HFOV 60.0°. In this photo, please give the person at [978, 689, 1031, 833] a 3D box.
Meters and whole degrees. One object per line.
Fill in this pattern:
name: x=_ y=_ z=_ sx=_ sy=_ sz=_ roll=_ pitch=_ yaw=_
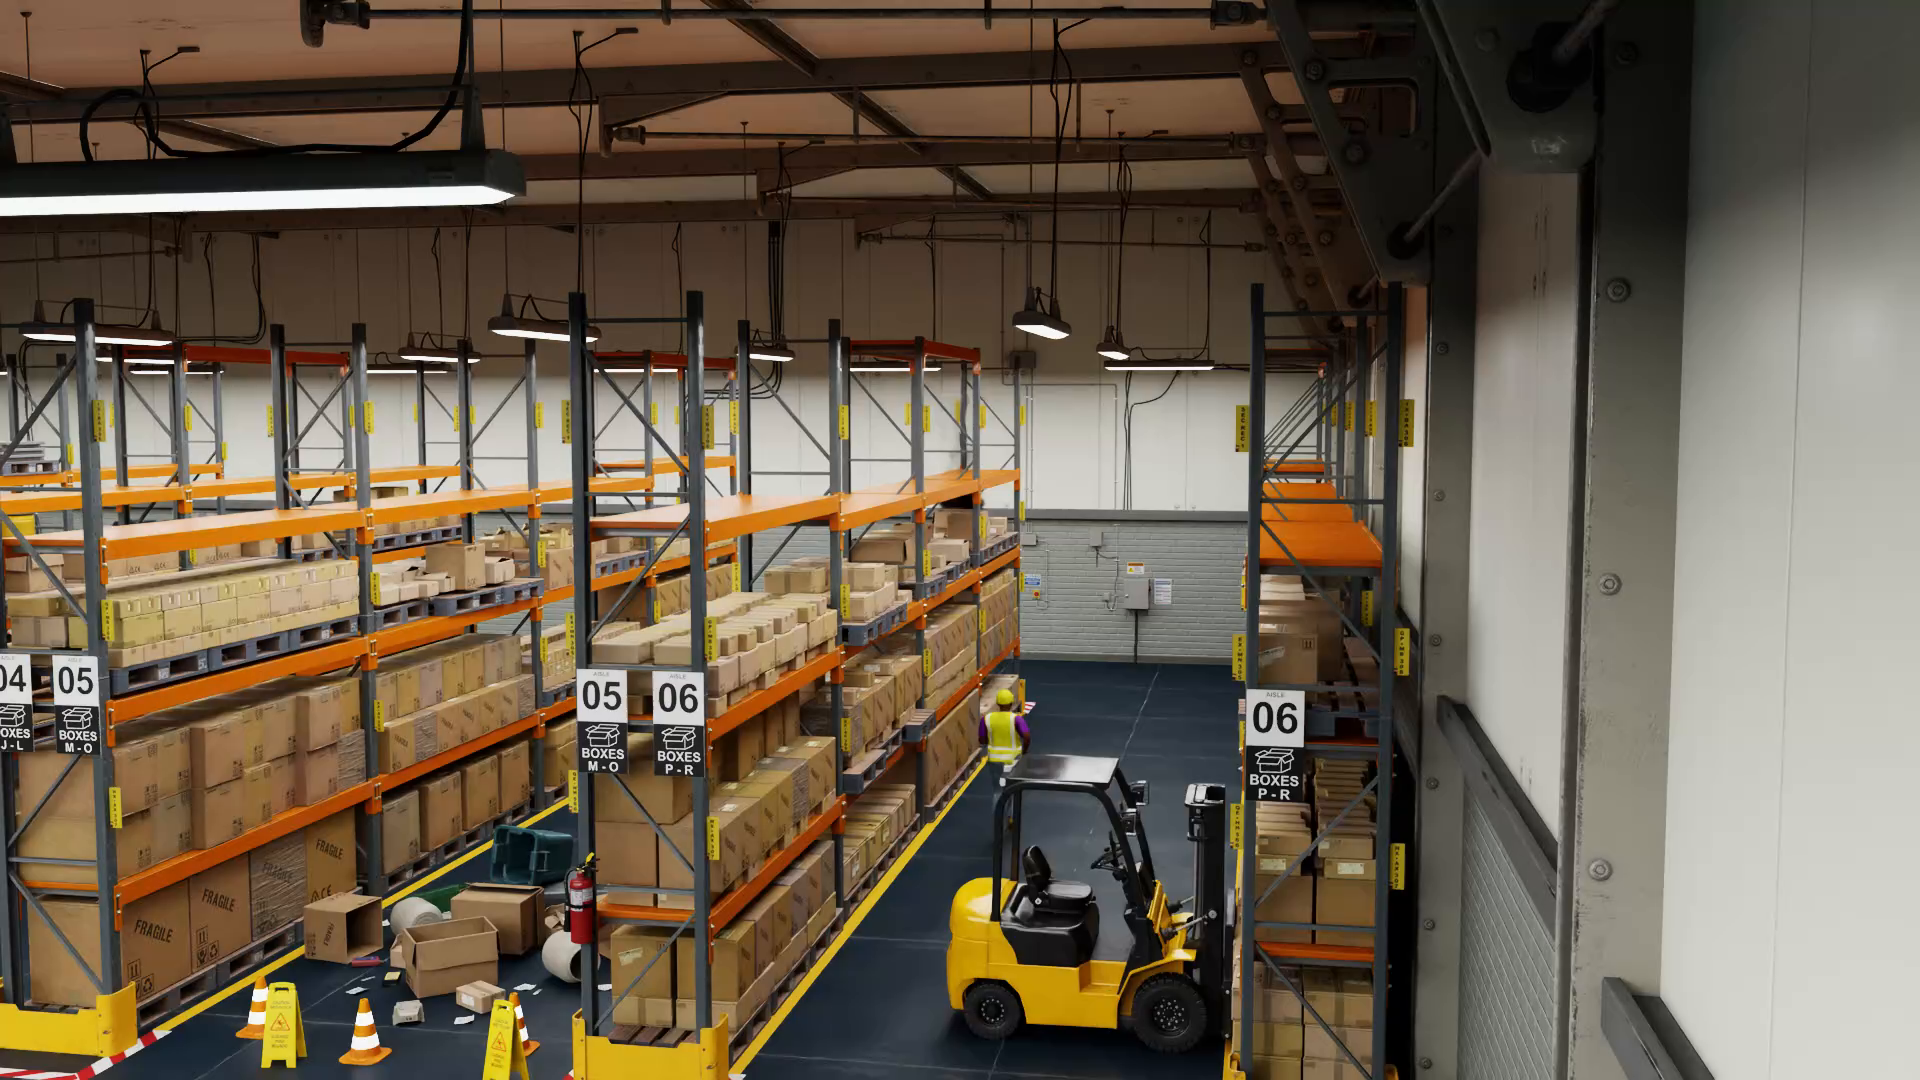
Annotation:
person: x=0.556 y=2.681 z=20.041 sx=0.675 sy=1.807 sz=0.693 roll=1 pitch=5 yaw=10
